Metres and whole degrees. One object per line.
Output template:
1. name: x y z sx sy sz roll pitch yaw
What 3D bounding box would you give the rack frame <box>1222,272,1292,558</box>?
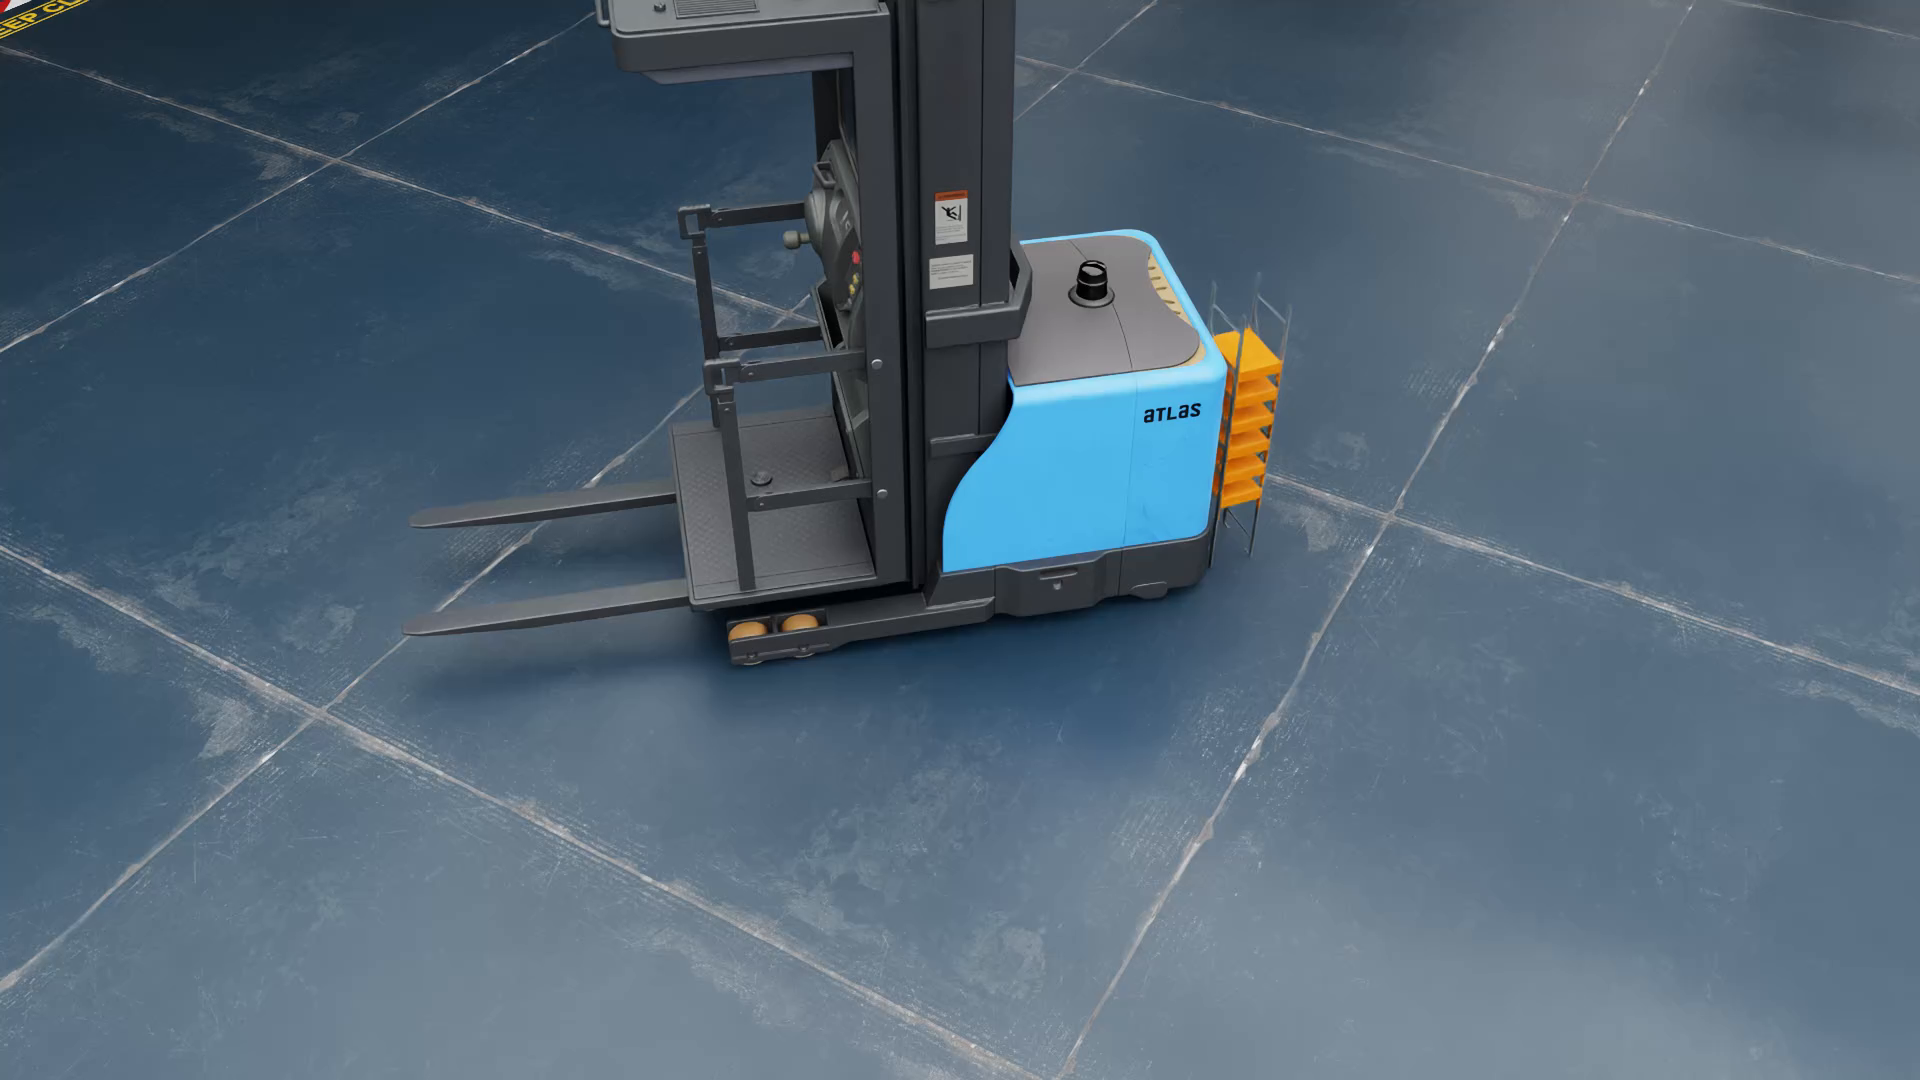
1. rack frame: 1.125 -0.451 6.352 0.006 1.200 0.240 -15 44 -16

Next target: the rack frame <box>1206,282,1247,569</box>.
1. rack frame: 0.955 -0.406 6.301 0.006 1.200 0.240 -15 44 -16

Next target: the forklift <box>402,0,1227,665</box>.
1. forklift: -0.610 -1.015 5.685 3.031 2.935 1.130 -8 42 -9

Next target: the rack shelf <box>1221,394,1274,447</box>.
1. rack shelf: 1.040 -0.484 6.276 0.180 0.103 0.258 -15 44 -16

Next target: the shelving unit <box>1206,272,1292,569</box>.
1. shelving unit: 1.040 -0.428 6.326 0.189 1.200 0.258 -15 44 -16

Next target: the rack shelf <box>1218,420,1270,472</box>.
1. rack shelf: 1.040 -0.395 6.356 0.180 0.103 0.258 -15 44 -16

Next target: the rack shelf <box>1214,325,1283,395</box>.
1. rack shelf: 1.041 -0.663 6.116 0.180 0.103 0.258 -15 44 -16

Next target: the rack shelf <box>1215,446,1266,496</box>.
1. rack shelf: 1.040 -0.305 6.436 0.180 0.103 0.258 -15 44 -16

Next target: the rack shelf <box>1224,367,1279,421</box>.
1. rack shelf: 1.040 -0.574 6.196 0.180 0.103 0.258 -15 44 -16

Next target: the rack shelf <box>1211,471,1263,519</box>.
1. rack shelf: 1.039 -0.216 6.516 0.180 0.103 0.258 -15 44 -16
